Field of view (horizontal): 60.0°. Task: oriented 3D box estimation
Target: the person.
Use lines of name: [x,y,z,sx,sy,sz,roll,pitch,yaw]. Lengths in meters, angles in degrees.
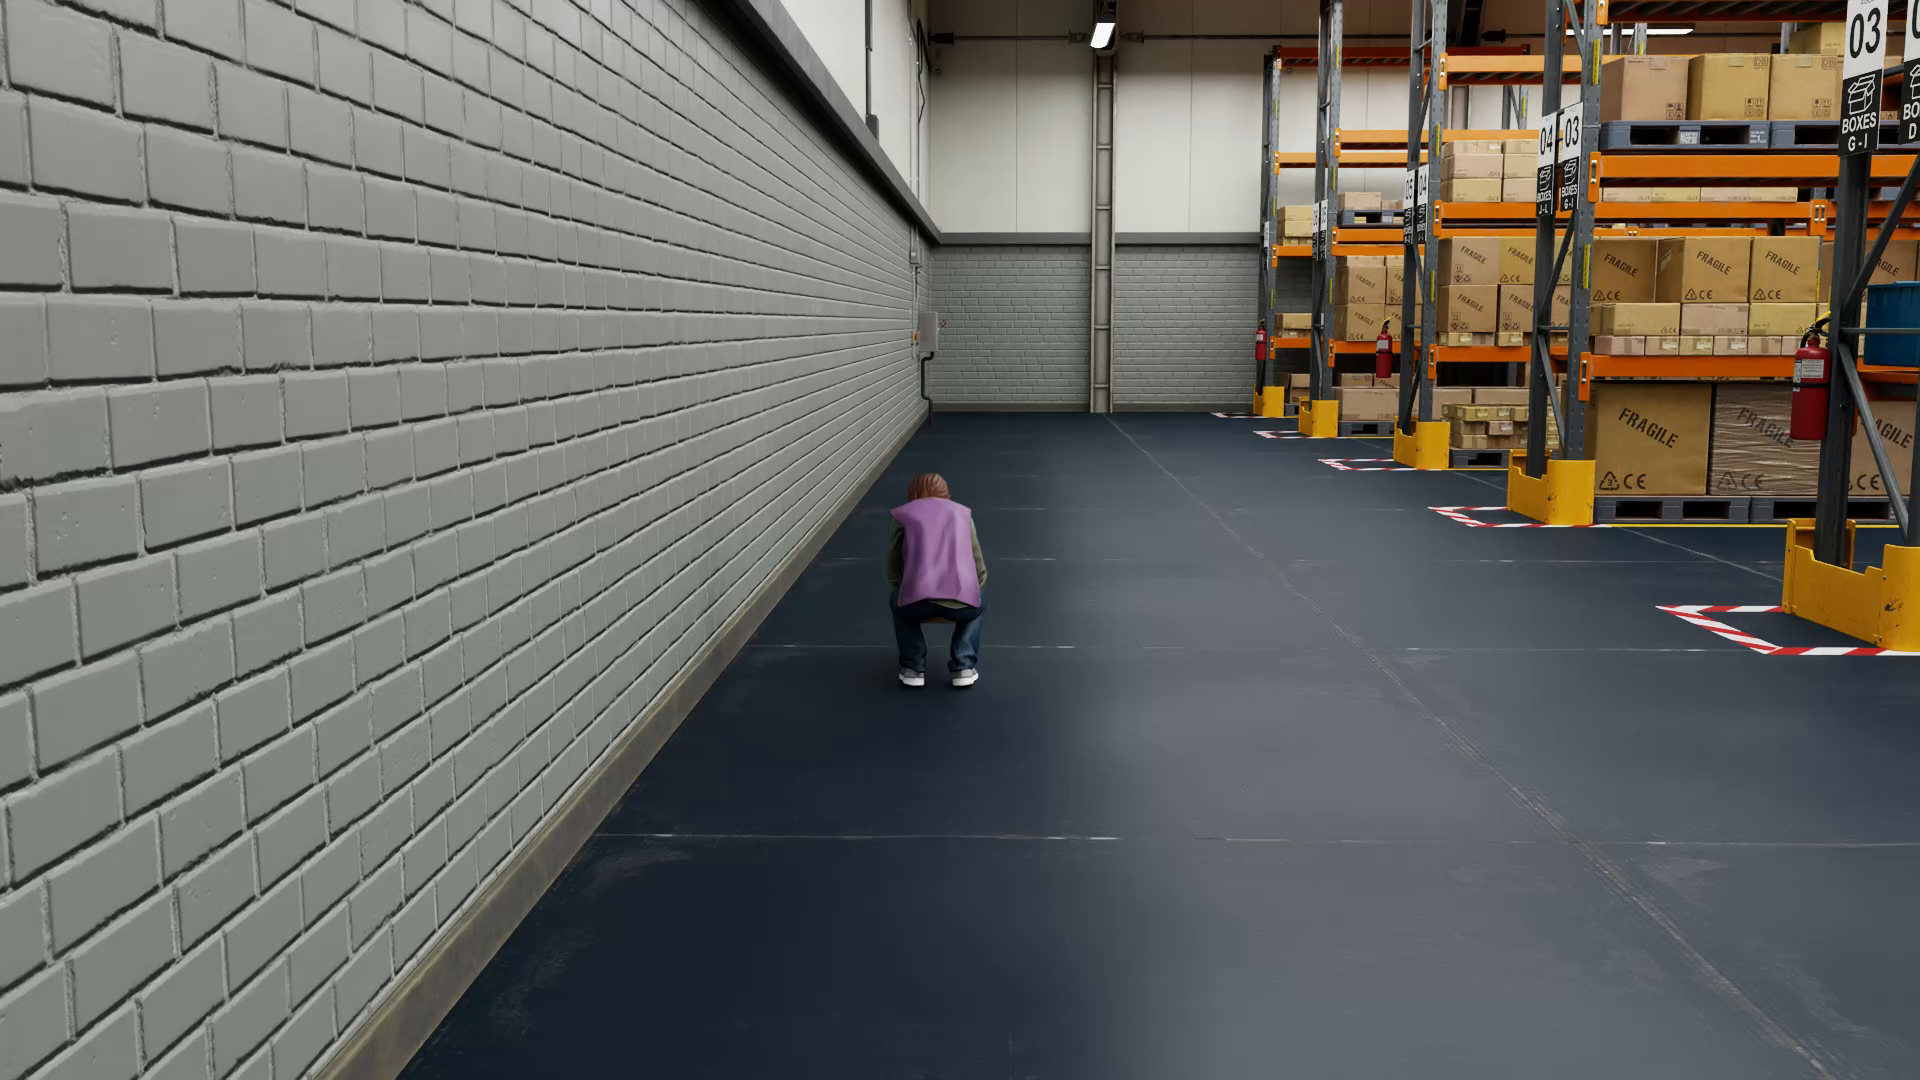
person: [-0.108,0.175,7.286,0.454,0.876,0.813,0,7,1]
